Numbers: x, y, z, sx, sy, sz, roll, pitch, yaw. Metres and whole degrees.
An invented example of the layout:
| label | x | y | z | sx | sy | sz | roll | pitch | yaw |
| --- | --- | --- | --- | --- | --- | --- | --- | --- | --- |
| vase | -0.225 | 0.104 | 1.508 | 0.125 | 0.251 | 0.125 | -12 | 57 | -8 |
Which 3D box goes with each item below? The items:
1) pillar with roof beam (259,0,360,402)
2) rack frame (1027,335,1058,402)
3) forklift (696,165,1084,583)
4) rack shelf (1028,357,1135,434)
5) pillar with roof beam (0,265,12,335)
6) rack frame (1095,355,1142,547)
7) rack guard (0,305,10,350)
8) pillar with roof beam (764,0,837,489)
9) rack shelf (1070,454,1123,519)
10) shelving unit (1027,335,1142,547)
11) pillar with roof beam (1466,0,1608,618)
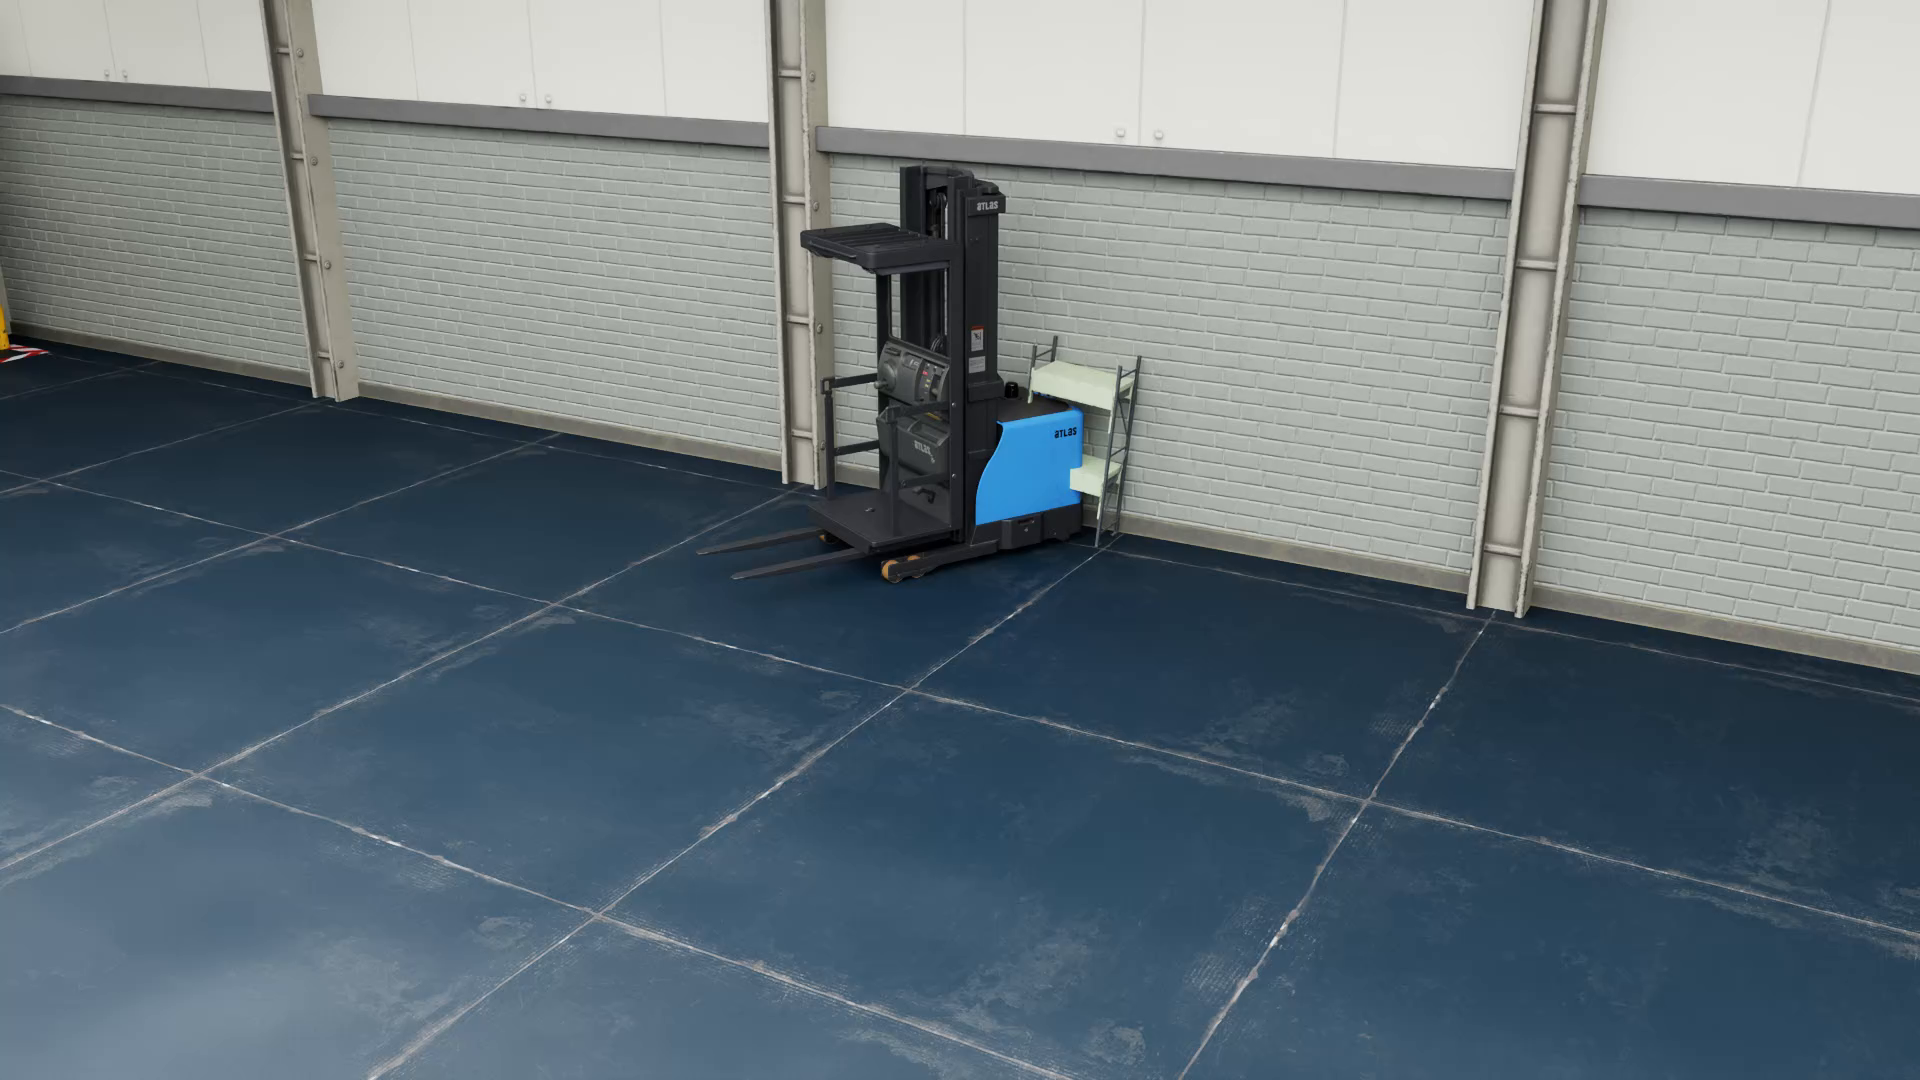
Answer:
| label | x | y | z | sx | sy | sz | roll | pitch | yaw |
| --- | --- | --- | --- | --- | --- | --- | --- | --- | --- |
| pillar with roof beam | -8.672 | -4.467 | 12.483 | 0.400 | 9.000 | 9.100 | 11 | 23 | 27 |
| rack frame | 0.607 | -0.883 | 13.393 | 0.023 | 1.500 | 0.400 | 17 | 25 | 25 |
| forklift | -0.530 | -1.262 | 12.546 | 3.031 | 2.935 | 1.130 | -12 | 23 | -31 |
| rack shelf | 0.960 | -1.146 | 13.088 | 0.720 | 0.370 | 0.431 | 17 | 25 | 25 |
| pillar with roof beam | -13.910 | -5.465 | 15.234 | 0.400 | 9.000 | 9.100 | 11 | 23 | 27 |
| rack frame | 1.243 | -0.692 | 13.084 | 0.023 | 1.500 | 0.400 | 17 | 25 | 25 |
| rack guard | -11.621 | -2.363 | 19.147 | 0.348 | 0.500 | 1.175 | 11 | 23 | 27 |
| pillar with roof beam | -3.434 | -3.469 | 9.733 | 0.400 | 9.000 | 9.100 | 11 | 23 | 27 |
| rack shelf | 0.896 | -0.488 | 13.365 | 0.720 | 0.370 | 0.431 | 17 | 25 | 25 |
| shelving unit | 0.925 | -0.787 | 13.239 | 0.755 | 1.500 | 0.431 | 17 | 25 | 25 |
| pillar with roof beam | 1.804 | -2.471 | 6.982 | 0.400 | 9.000 | 9.100 | 11 | 23 | 27 |
